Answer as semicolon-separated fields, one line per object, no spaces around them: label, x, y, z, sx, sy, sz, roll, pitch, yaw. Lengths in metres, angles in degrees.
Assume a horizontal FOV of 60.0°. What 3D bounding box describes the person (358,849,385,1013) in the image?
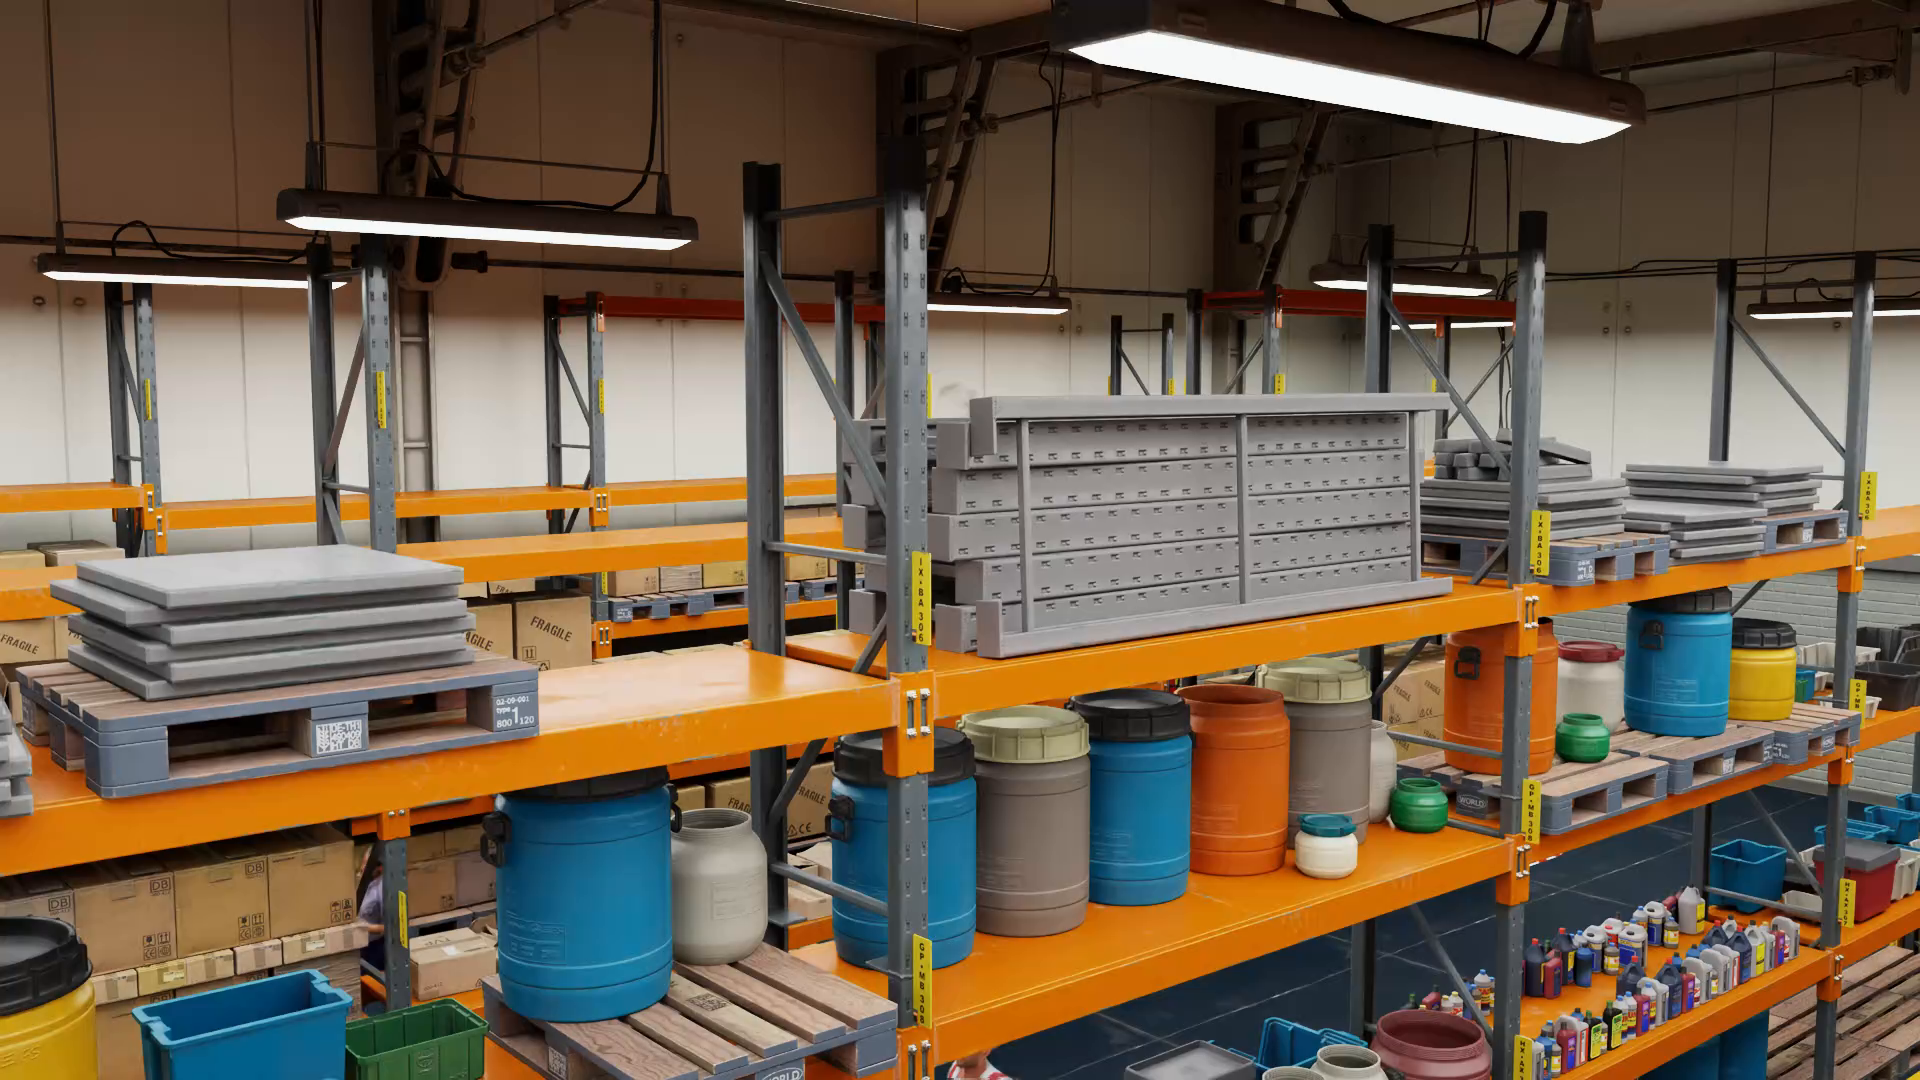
person;-4.358;3.150;12.569;0.588;1.712;0.773;5;7;41

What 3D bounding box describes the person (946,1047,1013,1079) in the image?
person;0.109;3.435;9.069;0.615;1.745;0.656;-4;7;-39
